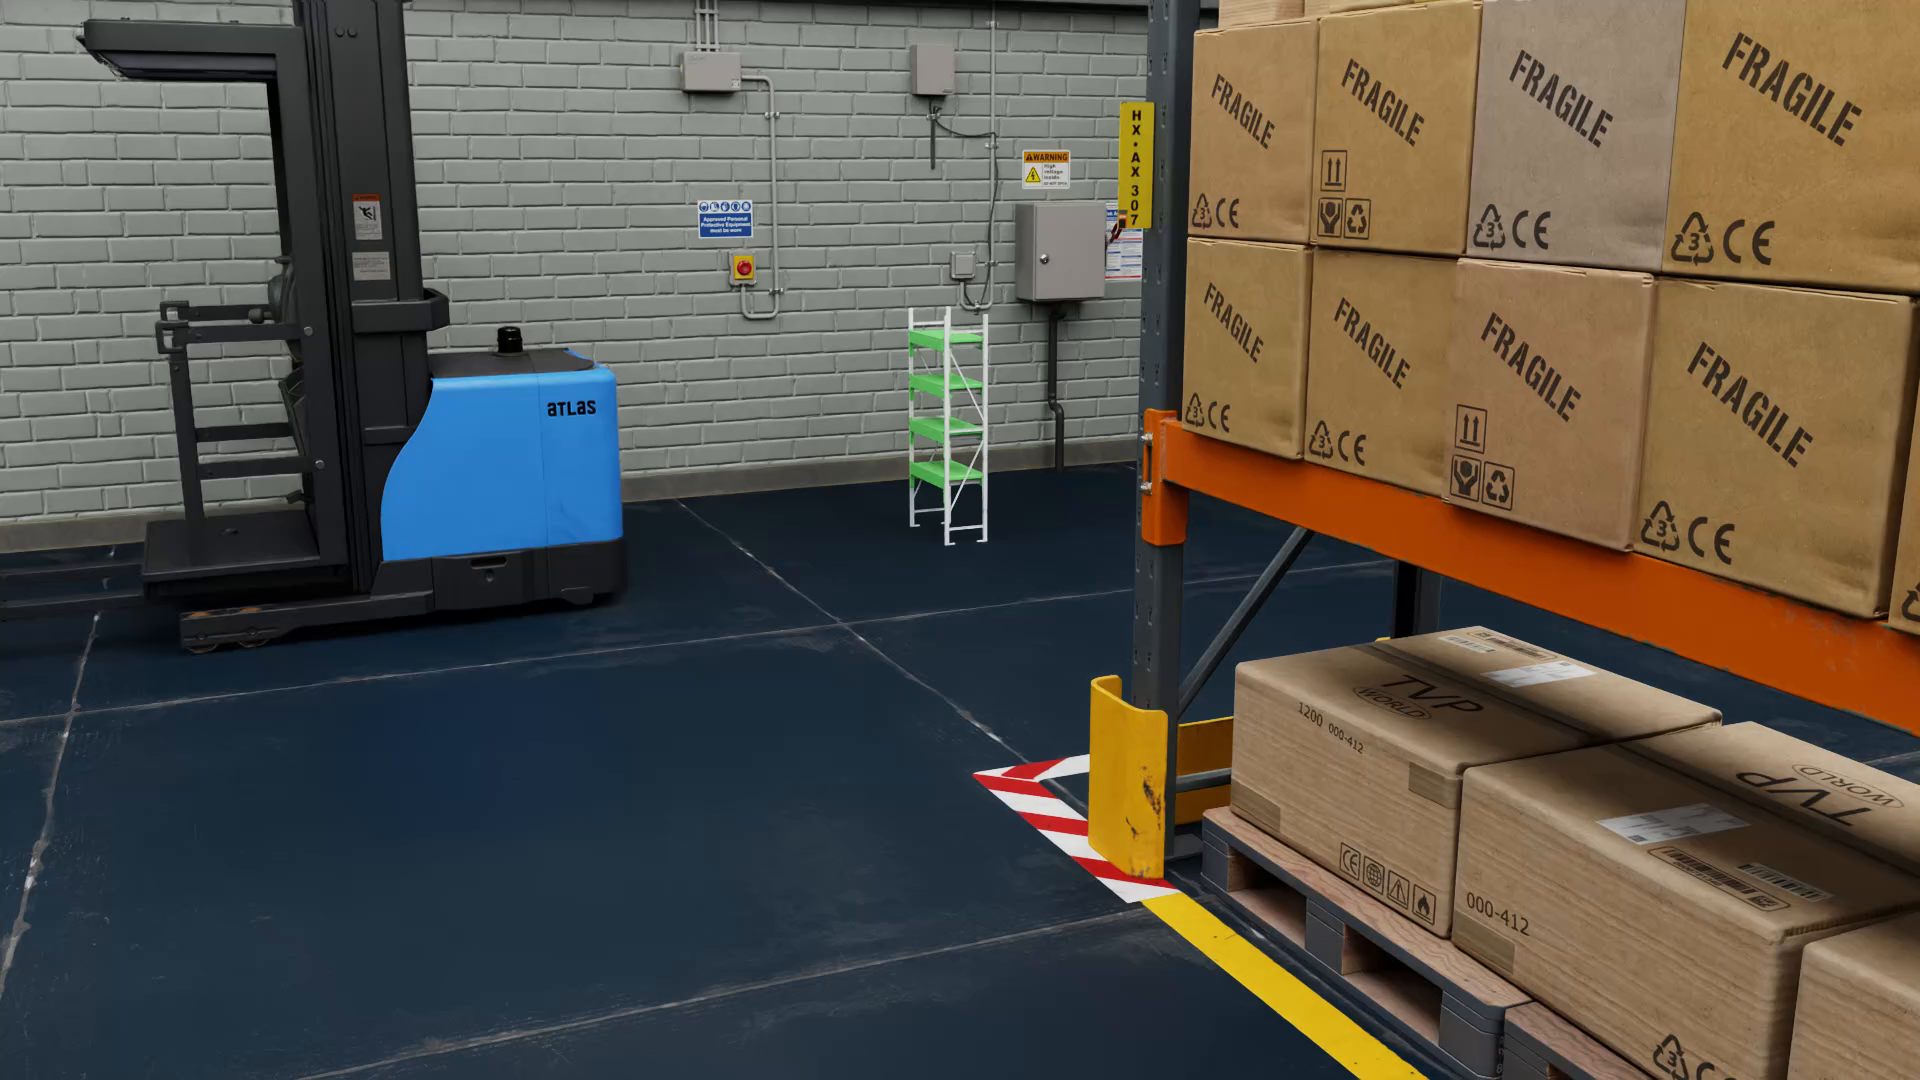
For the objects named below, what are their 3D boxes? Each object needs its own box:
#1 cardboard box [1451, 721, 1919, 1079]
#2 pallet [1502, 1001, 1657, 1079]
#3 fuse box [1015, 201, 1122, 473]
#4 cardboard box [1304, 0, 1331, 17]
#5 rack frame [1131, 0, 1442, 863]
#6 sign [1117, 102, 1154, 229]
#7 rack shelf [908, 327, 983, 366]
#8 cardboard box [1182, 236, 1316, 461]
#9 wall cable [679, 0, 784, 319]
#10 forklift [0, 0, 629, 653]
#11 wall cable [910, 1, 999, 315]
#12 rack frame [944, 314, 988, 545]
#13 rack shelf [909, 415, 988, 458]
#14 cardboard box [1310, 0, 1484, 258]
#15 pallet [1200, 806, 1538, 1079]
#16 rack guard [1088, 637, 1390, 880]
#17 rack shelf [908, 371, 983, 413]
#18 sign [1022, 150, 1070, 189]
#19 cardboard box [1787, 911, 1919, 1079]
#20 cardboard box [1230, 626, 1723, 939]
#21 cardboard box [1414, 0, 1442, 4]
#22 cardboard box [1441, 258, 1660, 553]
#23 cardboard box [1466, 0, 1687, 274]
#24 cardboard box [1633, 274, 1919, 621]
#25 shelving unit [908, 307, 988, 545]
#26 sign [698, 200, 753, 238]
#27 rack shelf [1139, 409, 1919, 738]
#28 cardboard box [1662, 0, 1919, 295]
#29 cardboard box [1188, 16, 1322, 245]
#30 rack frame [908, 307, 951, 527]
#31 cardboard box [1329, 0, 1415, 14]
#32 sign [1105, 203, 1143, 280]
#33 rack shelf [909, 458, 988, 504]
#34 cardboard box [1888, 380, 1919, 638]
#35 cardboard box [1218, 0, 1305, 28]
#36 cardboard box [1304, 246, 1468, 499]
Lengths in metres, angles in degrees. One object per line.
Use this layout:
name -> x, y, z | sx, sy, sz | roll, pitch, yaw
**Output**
cardboard box -> 1.706, 0.782, 3.589 | 0.875, 0.438, 0.875 | -5, 14, -21
pallet -> 1.852, 1.191, 3.255 | 1.003, 0.211, 1.213 | -6, 14, -23
fuse box -> 0.678, -1.272, 10.570 | 0.539, 1.711, 0.414 | -6, 14, -23
cardboard box -> 1.034, -1.283, 3.883 | 0.380, 0.149, 0.250 | -5, 14, -22
rack frame -> 0.975, -0.577, 4.711 | 1.000, 3.000, 0.127 | -6, 14, -23
sign -> 0.465, -0.989, 4.393 | 0.100, 0.325, 0.005 | -6, 14, -23
rack shelf -> -0.066, -1.024, 8.789 | 0.258, 0.148, 0.480 | -6, 14, -23
cardboard box -> 0.905, -0.501, 4.159 | 0.500, 0.500, 0.500 | -6, 14, -23
wall cable -> -1.305, -2.250, 9.618 | 0.585, 1.953, 0.123 | -6, 14, -23
forklift -> -3.082, -1.097, 7.109 | 3.031, 2.935, 1.130 | -6, 14, -24
wall cable -> -0.010, -2.365, 10.185 | 0.588, 1.984, 0.122 | -6, 14, -23
rack frame -> 0.031, -0.568, 8.665 | 0.240, 1.200, 0.015 | -6, 14, -23
rack shelf -> -0.066, -0.557, 8.897 | 0.258, 0.148, 0.480 | -6, 14, -23
cardboard box -> 1.120, -0.882, 3.589 | 0.500, 0.500, 0.500 | -6, 14, -24
pallet -> 1.367, 0.940, 4.342 | 1.003, 0.211, 1.213 | -6, 14, -23
rack guard -> 0.966, 0.636, 5.015 | 1.175, 0.500, 0.348 | -6, 14, -23
rack shelf -> -0.066, -0.790, 8.843 | 0.258, 0.148, 0.480 | -6, 14, -23
sign -> 0.545, -2.340, 10.495 | 0.339, 0.242, 0.001 | -6, 14, -23
cardboard box -> 2.065, 0.969, 2.783 | 0.875, 0.438, 0.875 | -6, 14, -25
cardboard box -> 1.331, 0.594, 4.403 | 0.875, 0.438, 0.875 | -6, 14, -25
cardboard box -> 1.155, -1.166, 3.378 | 0.380, 0.149, 0.250 | -6, 14, -25
cardboard box -> 1.320, -0.292, 3.258 | 0.500, 0.500, 0.500 | -6, 14, -23
cardboard box -> 1.333, -0.776, 3.133 | 0.500, 0.500, 0.500 | -6, 14, -23
cardboard box -> 1.536, -0.190, 2.817 | 0.500, 0.500, 0.500 | -5, 14, -21
shelving unit -> -0.066, -0.619, 8.882 | 0.258, 1.200, 0.503 | -6, 14, -23
sign -> -1.373, -1.880, 9.741 | 0.327, 0.218, 0.001 | -6, 14, -23
rack shelf -> 1.777, 0.187, 3.007 | 1.077, 0.370, 4.000 | -6, 14, -23
cardboard box -> 1.534, -0.673, 2.688 | 0.500, 0.500, 0.500 | -6, 14, -23
cardboard box -> 0.907, -0.988, 4.048 | 0.500, 0.500, 0.500 | -6, 14, -24
rack frame -> -0.164, -0.669, 9.100 | 0.240, 1.200, 0.015 | -6, 14, -23
cardboard box -> 1.033, -1.219, 3.606 | 0.380, 0.149, 0.250 | -5, 14, -21
sign -> 1.048, -1.941, 10.814 | 0.329, 0.494, 0.001 | -6, 14, -23
rack shelf -> -0.066, -0.323, 8.951 | 0.258, 0.148, 0.480 | -6, 14, -23
cardboard box -> 1.732, -0.081, 2.344 | 0.500, 0.500, 0.500 | -6, 14, -24
cardboard box -> 0.864, -1.331, 4.089 | 0.380, 0.149, 0.250 | -5, 14, -22
cardboard box -> 1.133, -0.399, 3.719 | 0.500, 0.500, 0.500 | -6, 14, -24
